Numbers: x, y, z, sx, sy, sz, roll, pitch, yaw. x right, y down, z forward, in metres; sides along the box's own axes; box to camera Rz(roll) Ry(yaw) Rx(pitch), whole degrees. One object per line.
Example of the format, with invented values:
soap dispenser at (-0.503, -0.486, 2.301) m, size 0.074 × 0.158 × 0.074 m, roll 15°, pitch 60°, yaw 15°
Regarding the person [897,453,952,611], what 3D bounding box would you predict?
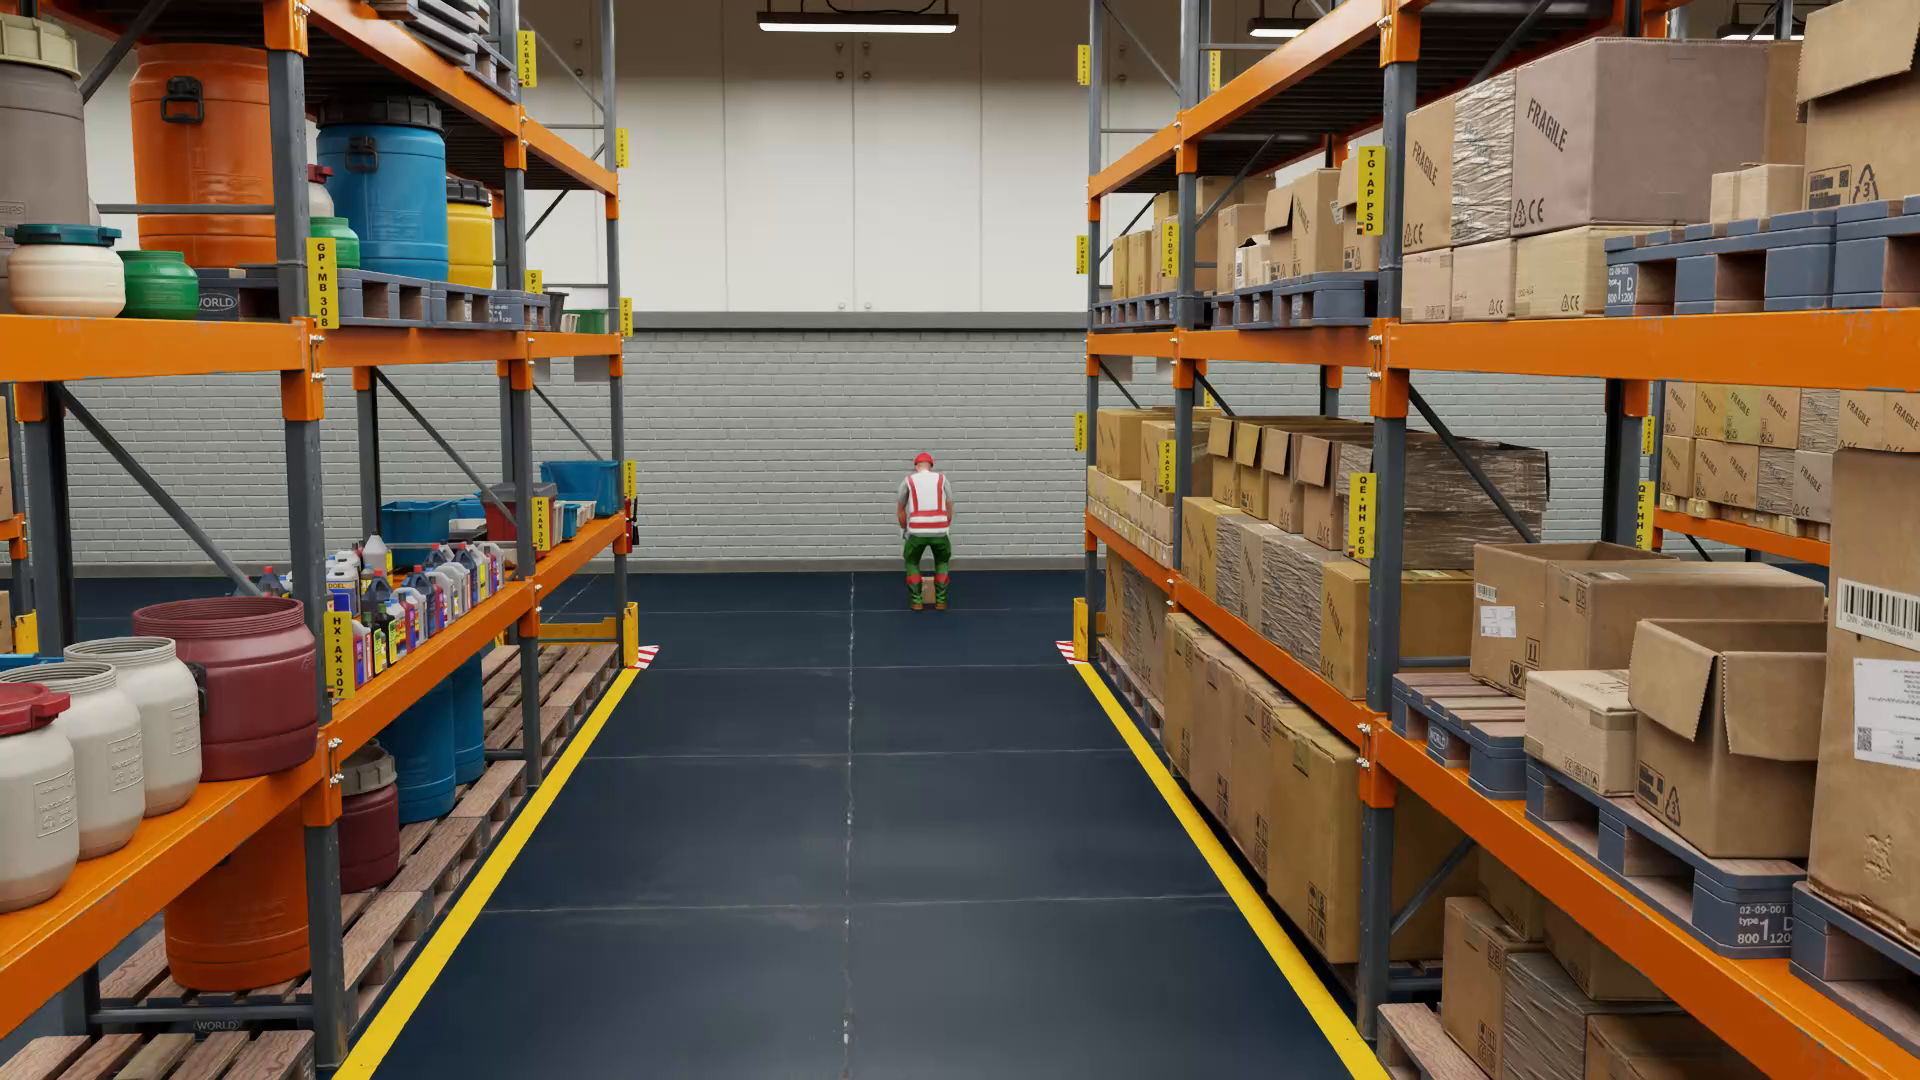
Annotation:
person at (-0.364, -0.087, 17.163) m, size 0.572 × 1.604 × 0.625 m, roll 0°, pitch 7°, yaw -3°
